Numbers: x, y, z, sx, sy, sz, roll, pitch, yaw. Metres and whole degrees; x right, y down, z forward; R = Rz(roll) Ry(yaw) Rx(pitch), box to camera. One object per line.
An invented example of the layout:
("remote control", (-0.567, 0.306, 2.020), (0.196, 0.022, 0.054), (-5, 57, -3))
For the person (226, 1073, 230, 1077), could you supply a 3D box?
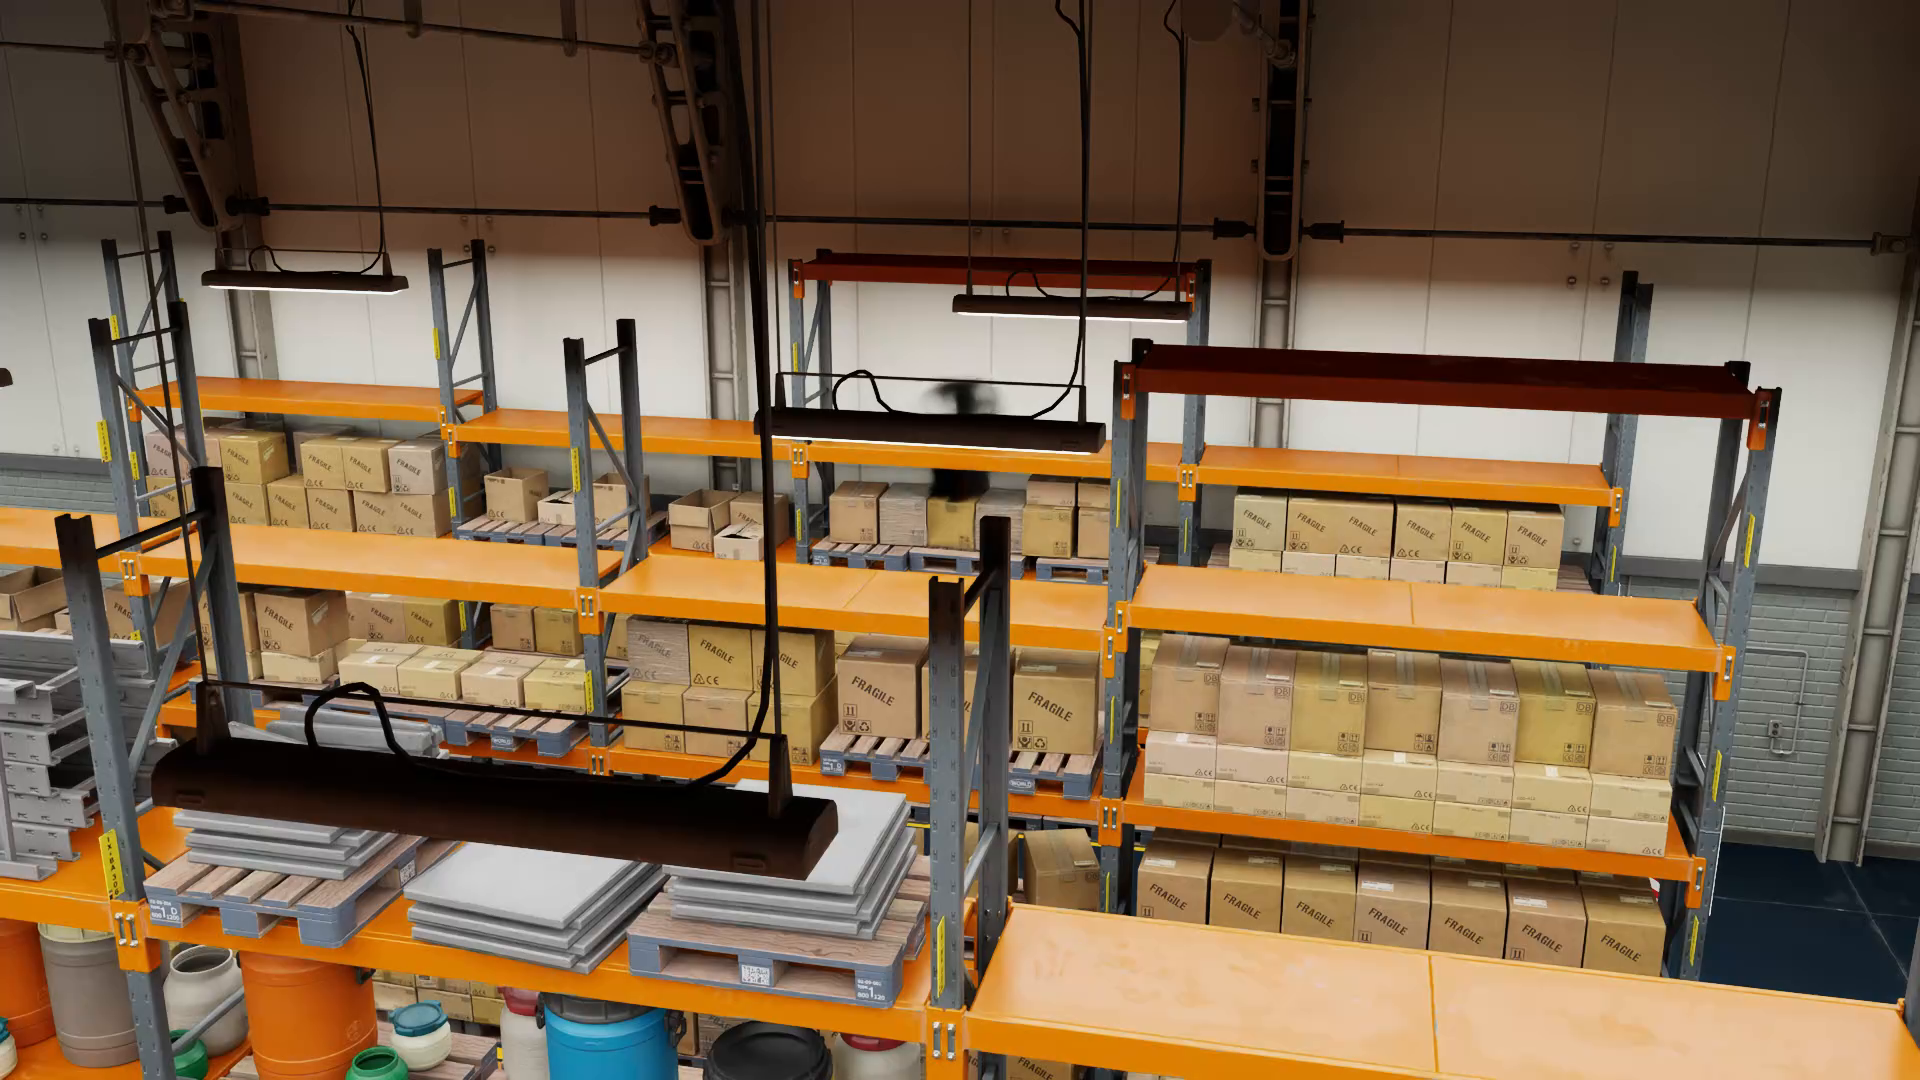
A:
("person", (-5.354, 3.918, 12.223), (1.028, 1.512, 0.573), (5, 17, 17))
